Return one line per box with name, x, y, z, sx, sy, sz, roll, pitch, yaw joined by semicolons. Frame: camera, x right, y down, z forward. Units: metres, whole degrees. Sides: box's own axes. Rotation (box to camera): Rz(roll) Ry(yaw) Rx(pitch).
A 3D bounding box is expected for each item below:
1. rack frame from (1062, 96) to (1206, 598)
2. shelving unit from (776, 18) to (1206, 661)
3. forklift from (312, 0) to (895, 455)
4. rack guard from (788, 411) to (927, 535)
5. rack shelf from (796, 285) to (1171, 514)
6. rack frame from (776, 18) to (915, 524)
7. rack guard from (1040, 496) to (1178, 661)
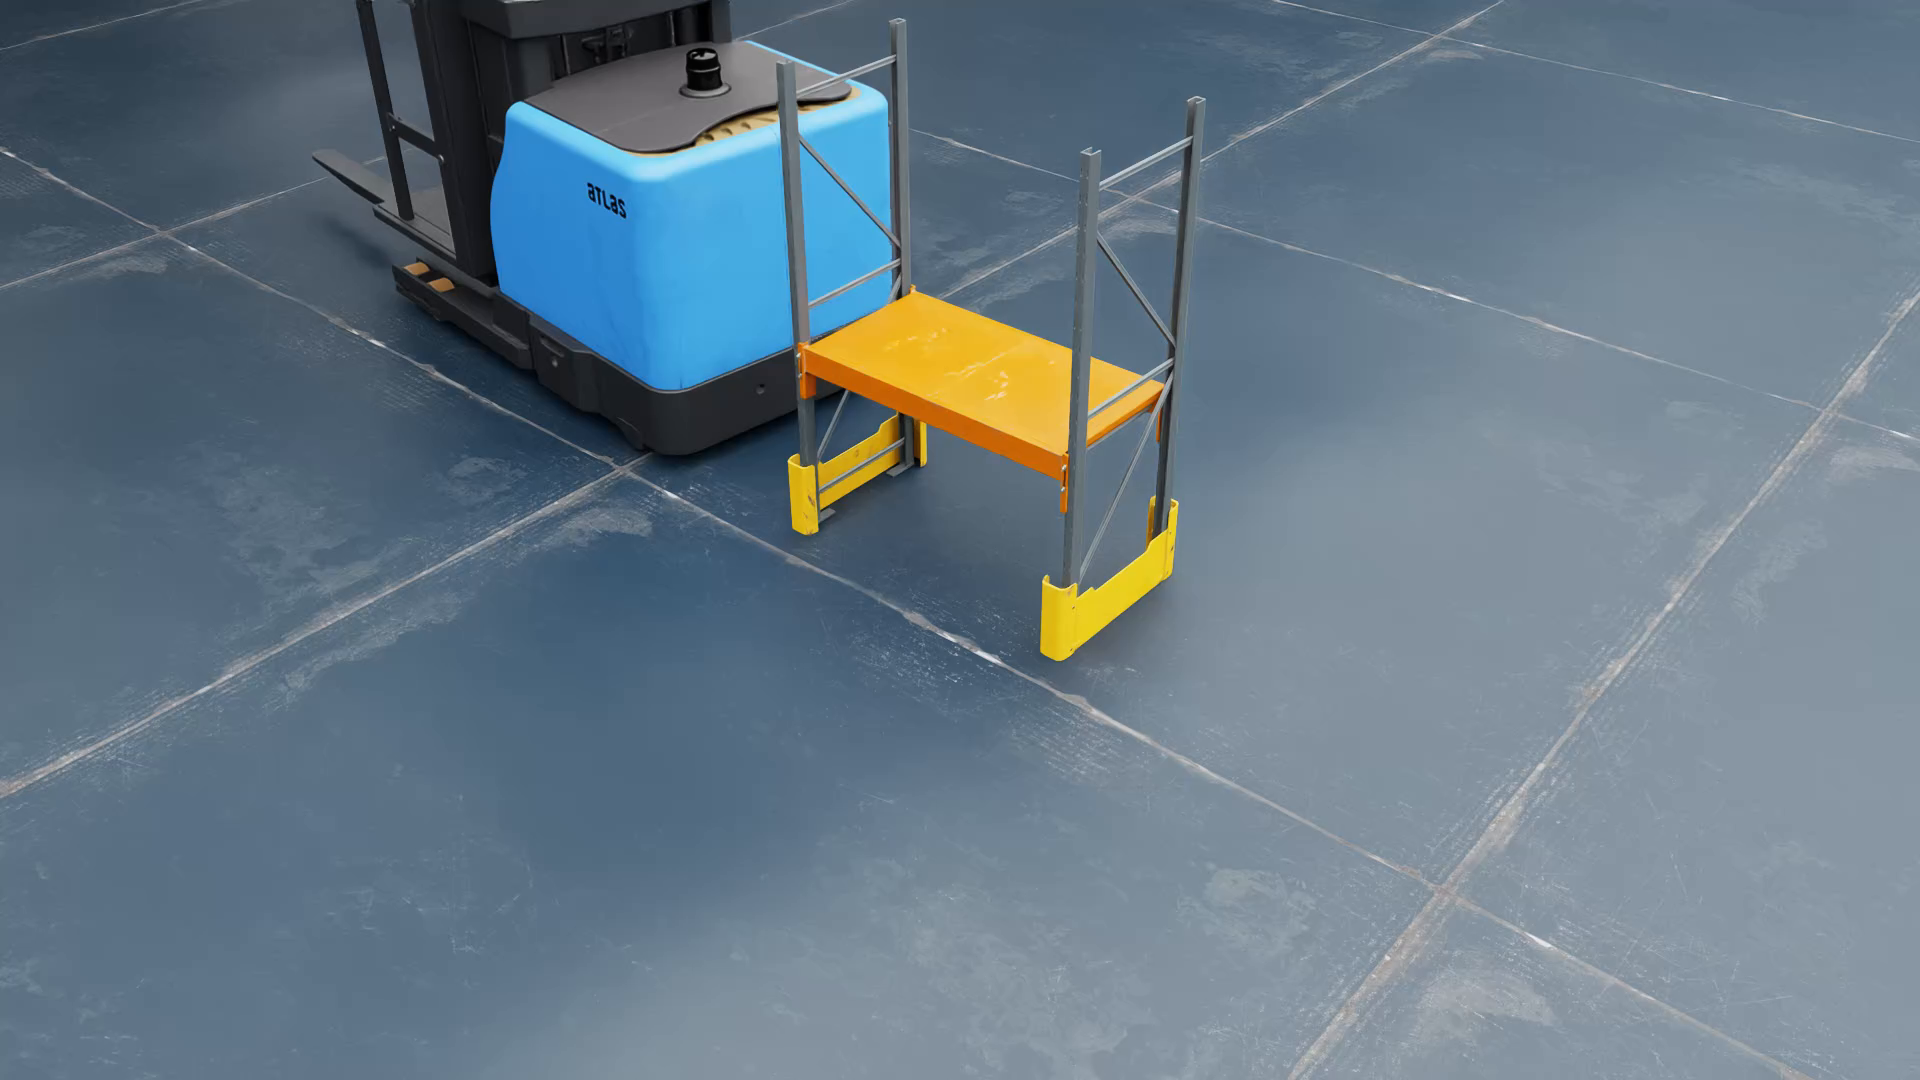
rack frame;0.456;-0.403;4.512;0.032;1.500;0.500;25;42;32
shelving unit;0.059;-0.591;4.785;1.083;1.500;0.587;25;42;32
forklift;-1.593;-2.235;5.915;1.130;2.935;3.031;-28;43;-34
rack guard;-0.324;-0.256;5.402;0.087;0.250;0.587;25;42;32
rack shelf;0.066;-0.439;4.882;1.000;0.185;0.538;25;42;32
rack frame;-0.325;-0.771;5.049;0.032;1.500;0.500;25;42;32
rack guard;0.441;0.105;4.876;0.087;0.250;0.587;25;42;32
